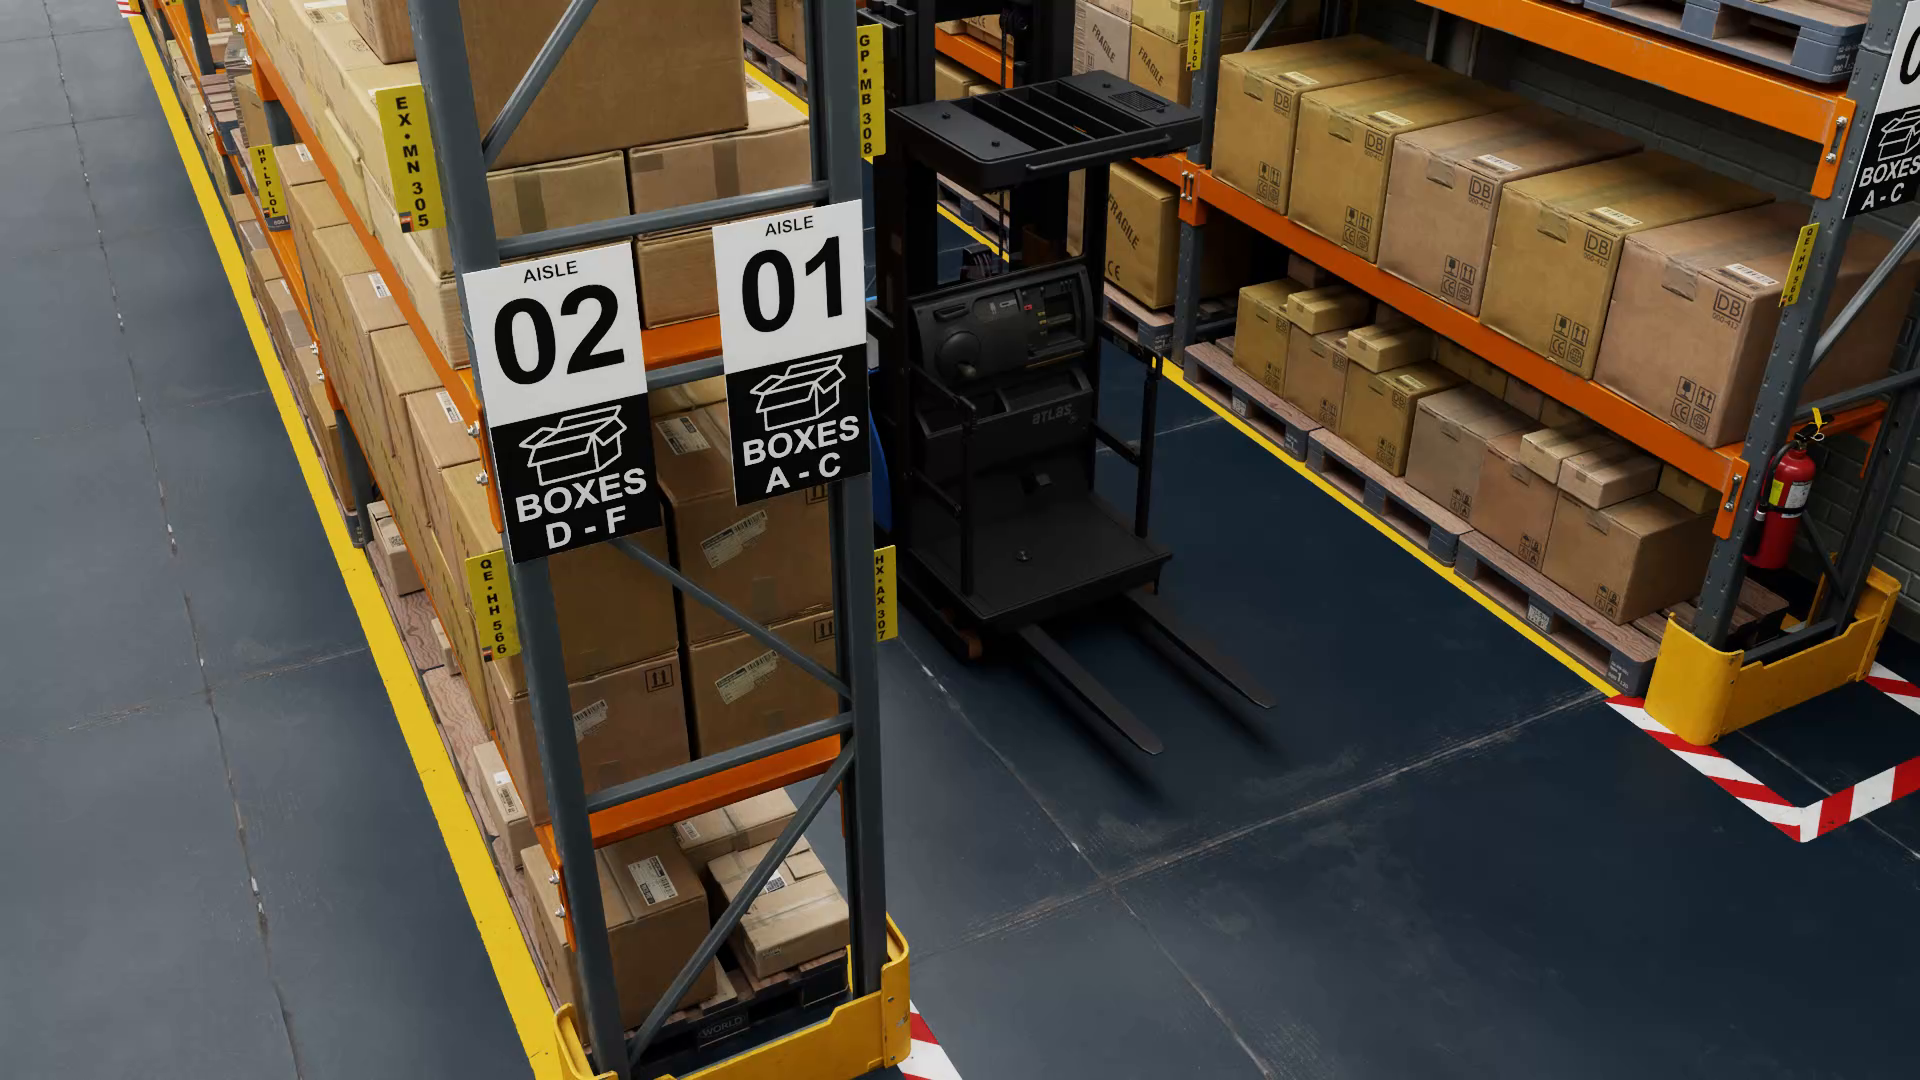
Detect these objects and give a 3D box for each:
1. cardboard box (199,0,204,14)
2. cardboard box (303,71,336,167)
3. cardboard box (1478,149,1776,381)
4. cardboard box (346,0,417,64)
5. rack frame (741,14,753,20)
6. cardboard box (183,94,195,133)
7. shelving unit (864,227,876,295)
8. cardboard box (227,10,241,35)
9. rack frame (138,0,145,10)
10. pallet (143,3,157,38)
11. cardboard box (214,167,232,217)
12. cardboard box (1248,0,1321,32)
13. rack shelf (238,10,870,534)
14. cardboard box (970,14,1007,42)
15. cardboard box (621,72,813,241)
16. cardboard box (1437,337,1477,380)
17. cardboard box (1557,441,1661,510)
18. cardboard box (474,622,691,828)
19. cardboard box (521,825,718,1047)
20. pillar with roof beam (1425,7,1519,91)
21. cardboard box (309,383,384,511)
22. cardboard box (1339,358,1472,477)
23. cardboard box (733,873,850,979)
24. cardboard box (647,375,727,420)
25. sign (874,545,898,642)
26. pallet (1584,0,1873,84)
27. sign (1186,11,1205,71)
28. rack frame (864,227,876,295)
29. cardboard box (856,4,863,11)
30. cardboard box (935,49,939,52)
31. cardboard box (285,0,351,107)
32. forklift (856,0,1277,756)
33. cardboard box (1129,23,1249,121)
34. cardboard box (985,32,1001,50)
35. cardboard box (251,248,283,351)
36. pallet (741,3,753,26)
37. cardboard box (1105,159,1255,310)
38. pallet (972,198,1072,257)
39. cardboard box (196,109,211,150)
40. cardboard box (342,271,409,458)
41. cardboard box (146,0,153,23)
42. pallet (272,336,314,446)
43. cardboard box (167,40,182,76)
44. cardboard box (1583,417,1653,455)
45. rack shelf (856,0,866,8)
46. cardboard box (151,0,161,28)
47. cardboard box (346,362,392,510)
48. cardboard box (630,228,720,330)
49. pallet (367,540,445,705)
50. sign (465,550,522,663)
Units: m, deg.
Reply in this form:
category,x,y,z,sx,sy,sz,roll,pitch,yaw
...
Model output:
category,x,y,z,sx,sy,sz,roll,pitch,yaw
cardboard box,-5.485,-4.242,12.498,0.500,0.500,0.500,-16,36,-23
cardboard box,-1.873,-1.432,5.564,0.500,0.250,0.500,-16,36,-23
cardboard box,3.072,-1.294,7.711,0.980,0.700,0.700,-16,36,-23
cardboard box,-1.453,-1.773,4.937,0.700,0.500,0.500,-16,36,-23
rack frame,-1.928,-6.309,15.817,1.000,3.000,0.127,-16,36,-23
cardboard box,-6.102,-3.581,13.719,0.500,0.250,0.500,-15,36,-22
shelving unit,-0.754,-1.300,9.388,0.587,1.500,1.083,-18,37,-26
cardboard box,-4.050,-3.099,10.324,0.500,0.500,0.700,27,41,35
rack frame,-8.173,-6.970,16.849,1.000,3.000,0.127,-16,36,-23
pallet,-7.780,-5.442,17.048,1.003,0.211,1.213,-16,36,-23
cardboard box,-5.148,-2.606,12.197,0.500,0.250,0.500,-16,36,-24
cardboard box,1.818,-3.268,9.988,0.500,0.250,0.500,-15,35,-22
rack shelf,-1.646,-1.249,5.805,1.077,0.370,4.000,-16,36,-23
cardboard box,0.404,-3.790,11.498,0.500,0.500,0.500,-16,36,-23
cardboard box,-0.722,-1.055,4.512,0.500,0.250,0.500,-16,36,-23
cardboard box,2.777,-1.005,8.864,0.380,0.149,0.250,-17,36,-24
cardboard box,3.031,-0.304,7.770,0.380,0.149,0.250,-16,36,-24
cardboard box,-1.163,0.478,5.130,0.500,0.500,0.500,-15,35,-22
cardboard box,-1.185,1.335,5.794,0.500,0.500,0.500,-16,36,-23
pillar with roof beam,-0.915,-3.818,6.367,9.100,9.000,0.400,-16,36,-23
cardboard box,-3.062,-0.539,8.721,0.500,0.500,0.500,-16,36,-23
cardboard box,2.529,-0.747,9.063,0.700,0.500,0.500,-15,36,-22
cardboard box,-0.604,1.395,6.028,0.380,0.149,0.250,-16,36,-23
cardboard box,-0.937,-0.323,5.454,0.500,0.500,0.500,-15,36,-23
sign,-0.233,0.165,4.910,0.100,0.325,0.005,-16,36,-23
pallet,3.312,-2.159,6.641,1.003,0.211,1.213,-16,36,-23
sign,1.327,-2.804,9.346,0.100,0.325,0.005,-16,36,-23
rack frame,-0.497,-1.068,9.027,0.500,1.500,0.032,-18,37,-26
cardboard box,-0.655,-4.467,14.155,0.500,0.250,0.500,-15,36,-22
cardboard box,-0.445,-3.863,13.909,0.700,0.500,0.500,-15,36,-22
cardboard box,-1.880,-1.641,5.426,0.500,0.250,0.500,-16,36,-23
forklift,0.321,-0.942,7.504,1.130,2.935,3.031,-18,37,-25
cardboard box,1.364,-2.824,9.990,0.500,0.500,0.500,-16,36,-24
cardboard box,0.400,-3.606,11.812,0.380,0.149,0.250,-15,36,-22
cardboard box,-4.005,-1.507,10.231,0.500,0.500,0.500,-16,36,-24
pallet,-2.272,-5.446,17.055,1.003,0.211,1.213,-16,36,-23
cardboard box,1.384,-2.040,10.757,0.750,0.750,0.750,-15,36,-23
pallet,0.803,-2.249,12.065,1.003,0.211,1.213,-16,36,-23
cardboard box,-5.386,-3.083,12.422,0.500,0.311,0.500,-16,36,-23
cardboard box,-1.886,-0.673,6.000,0.500,0.500,0.500,-15,35,-22
cardboard box,-7.651,-5.201,16.247,0.500,0.250,0.500,-16,36,-23
pallet,-3.564,-1.031,10.163,1.003,0.211,1.213,-16,36,-23
cardboard box,-6.336,-4.056,13.941,0.500,0.311,0.500,-16,36,-23
cardboard box,3.251,-0.521,8.109,0.380,0.149,0.250,-16,36,-23
rack shelf,-0.995,-5.051,14.521,1.077,0.370,4.000,-16,36,-23
cardboard box,-7.177,-5.041,15.303,0.500,0.500,0.500,-16,36,-23
cardboard box,-2.109,-0.491,6.643,0.500,0.500,0.500,-16,36,-23
cardboard box,-0.728,-0.843,4.644,0.500,0.250,0.500,-16,36,-23
pallet,-2.259,0.259,8.150,1.003,0.211,1.213,-16,36,-23
sign,-1.214,0.175,4.330,0.100,0.325,0.005,-16,36,-23
